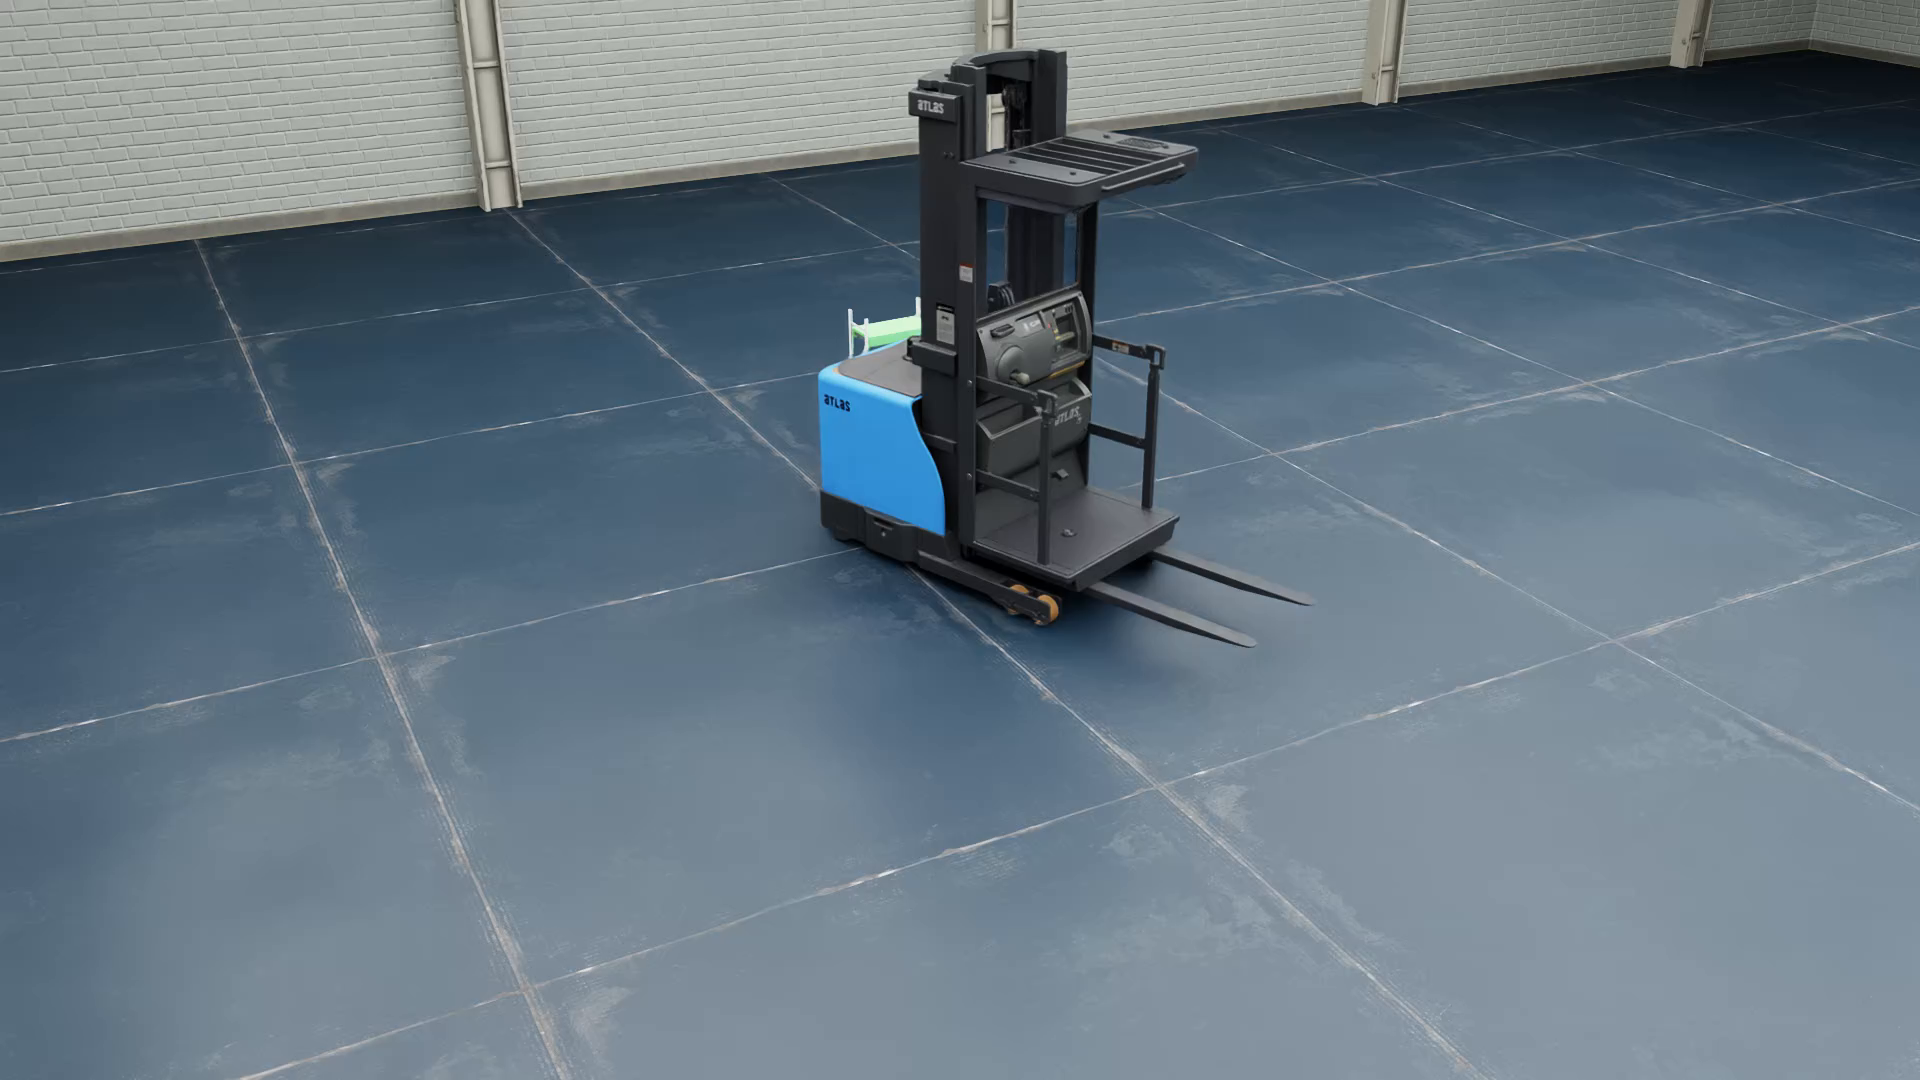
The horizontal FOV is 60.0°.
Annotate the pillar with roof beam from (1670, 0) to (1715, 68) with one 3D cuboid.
[{"bbox_3d":[13.040,-9.619,19.887,0.400,9.000,9.100,-13,29,-25],"label":"pillar with roof beam"}]

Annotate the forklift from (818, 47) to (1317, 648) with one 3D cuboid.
[{"bbox_3d":[0.581,-1.104,9.164,3.031,2.935,1.130,21,32,36],"label":"forklift"}]

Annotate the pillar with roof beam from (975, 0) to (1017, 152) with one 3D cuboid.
[{"bbox_3d":[2.452,-7.175,14.797,0.400,9.000,9.100,-13,29,-25],"label":"pillar with roof beam"}]

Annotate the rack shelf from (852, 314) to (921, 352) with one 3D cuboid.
[{"bbox_3d":[-0.428,-1.303,10.616,0.480,0.148,0.258,-14,29,-27],"label":"rack shelf"}]

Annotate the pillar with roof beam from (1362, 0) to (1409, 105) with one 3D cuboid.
[{"bbox_3d":[7.746,-8.397,17.342,0.400,9.000,9.100,-13,29,-25],"label":"pillar with roof beam"}]

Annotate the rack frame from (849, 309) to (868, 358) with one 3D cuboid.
[{"bbox_3d":[-0.638,-0.874,10.685,0.015,1.200,0.240,-14,29,-27],"label":"rack frame"}]

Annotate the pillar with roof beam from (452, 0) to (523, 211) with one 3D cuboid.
[{"bbox_3d":[-2.842,-5.953,12.251,0.400,9.000,9.100,-13,29,-25],"label":"pillar with roof beam"}]

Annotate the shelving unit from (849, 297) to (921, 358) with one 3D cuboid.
[{"bbox_3d":[-0.428,-0.928,10.796,0.503,1.200,0.258,-14,29,-27],"label":"shelving unit"}]

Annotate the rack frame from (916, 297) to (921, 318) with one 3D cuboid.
[{"bbox_3d":[-0.218,-0.981,10.908,0.015,1.200,0.240,-14,29,-27],"label":"rack frame"}]
